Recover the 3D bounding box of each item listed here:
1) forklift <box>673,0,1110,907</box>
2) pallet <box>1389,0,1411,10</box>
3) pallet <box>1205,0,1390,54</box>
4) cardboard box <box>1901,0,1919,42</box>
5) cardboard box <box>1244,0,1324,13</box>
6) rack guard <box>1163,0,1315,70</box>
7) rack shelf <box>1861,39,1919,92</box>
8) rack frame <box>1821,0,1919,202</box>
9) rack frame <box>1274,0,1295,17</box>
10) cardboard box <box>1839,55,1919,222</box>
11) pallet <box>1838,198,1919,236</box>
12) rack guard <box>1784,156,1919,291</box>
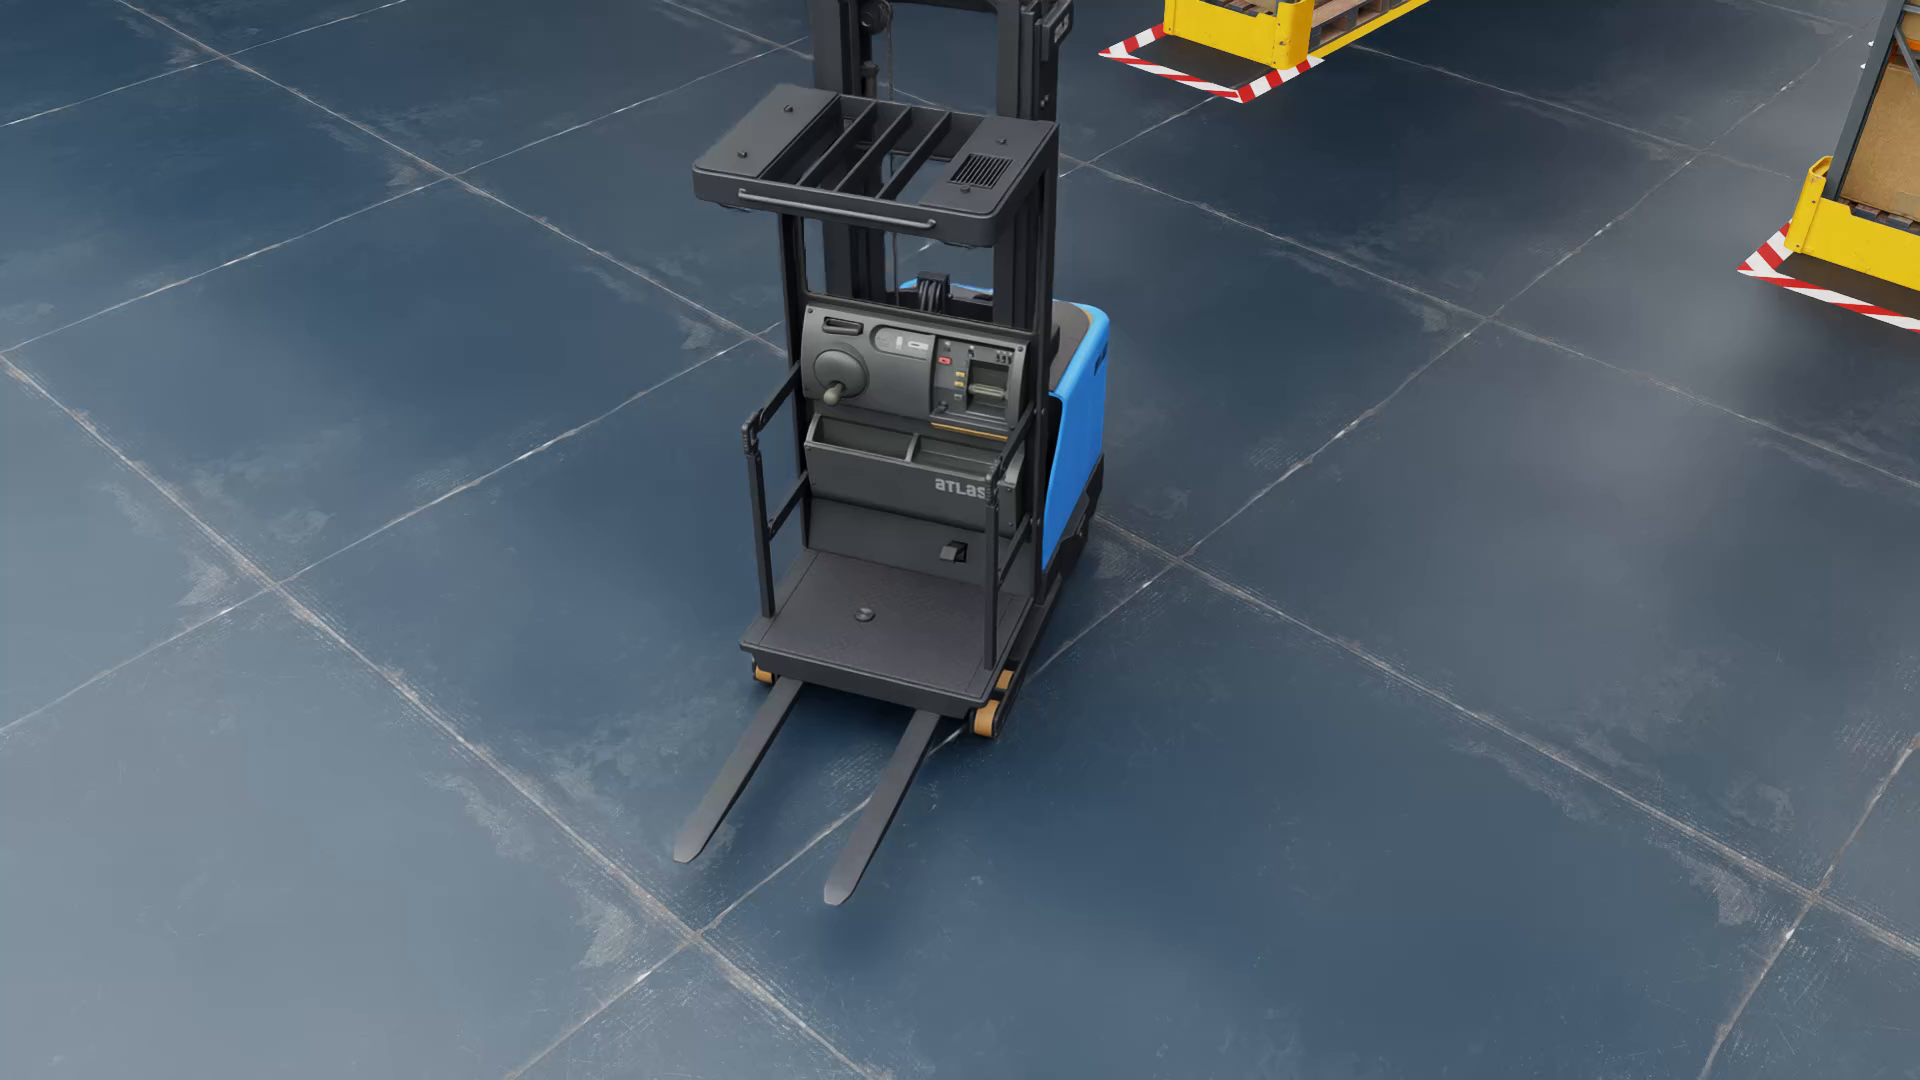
[{"bbox_3d":[-0.259,-0.607,6.442,1.130,2.935,3.031,12,40,15],"label":"forklift"},{"bbox_3d":[3.512,-4.829,13.937,1.003,0.211,1.213,30,47,32],"label":"pallet"},{"bbox_3d":[2.689,-4.272,13.236,1.003,0.211,1.213,30,47,32],"label":"pallet"},{"bbox_3d":[5.874,-3.089,9.387,0.875,0.550,0.550,30,47,32],"label":"cardboard box"},{"bbox_3d":[2.497,-4.435,12.872,0.500,0.500,0.500,-25,45,-28],"label":"cardboard box"},{"bbox_3d":[2.115,-4.026,12.695,1.175,0.500,0.348,30,47,32],"label":"rack guard"},{"bbox_3d":[7.006,-3.478,10.575,1.077,0.370,4.000,30,47,32],"label":"rack shelf"},{"bbox_3d":[5.657,-2.841,9.196,1.000,3.000,0.127,30,47,32],"label":"rack frame"},{"bbox_3d":[2.064,-4.970,11.873,1.000,3.000,0.127,30,47,32],"label":"rack frame"},{"bbox_3d":[6.065,-2.513,10.153,0.875,0.875,0.875,30,47,32],"label":"cardboard box"},{"bbox_3d":[6.138,-2.149,10.567,1.003,0.211,1.213,30,47,32],"label":"pallet"},{"bbox_3d":[5.640,-1.851,9.960,1.175,0.500,0.348,30,47,32],"label":"rack guard"}]
